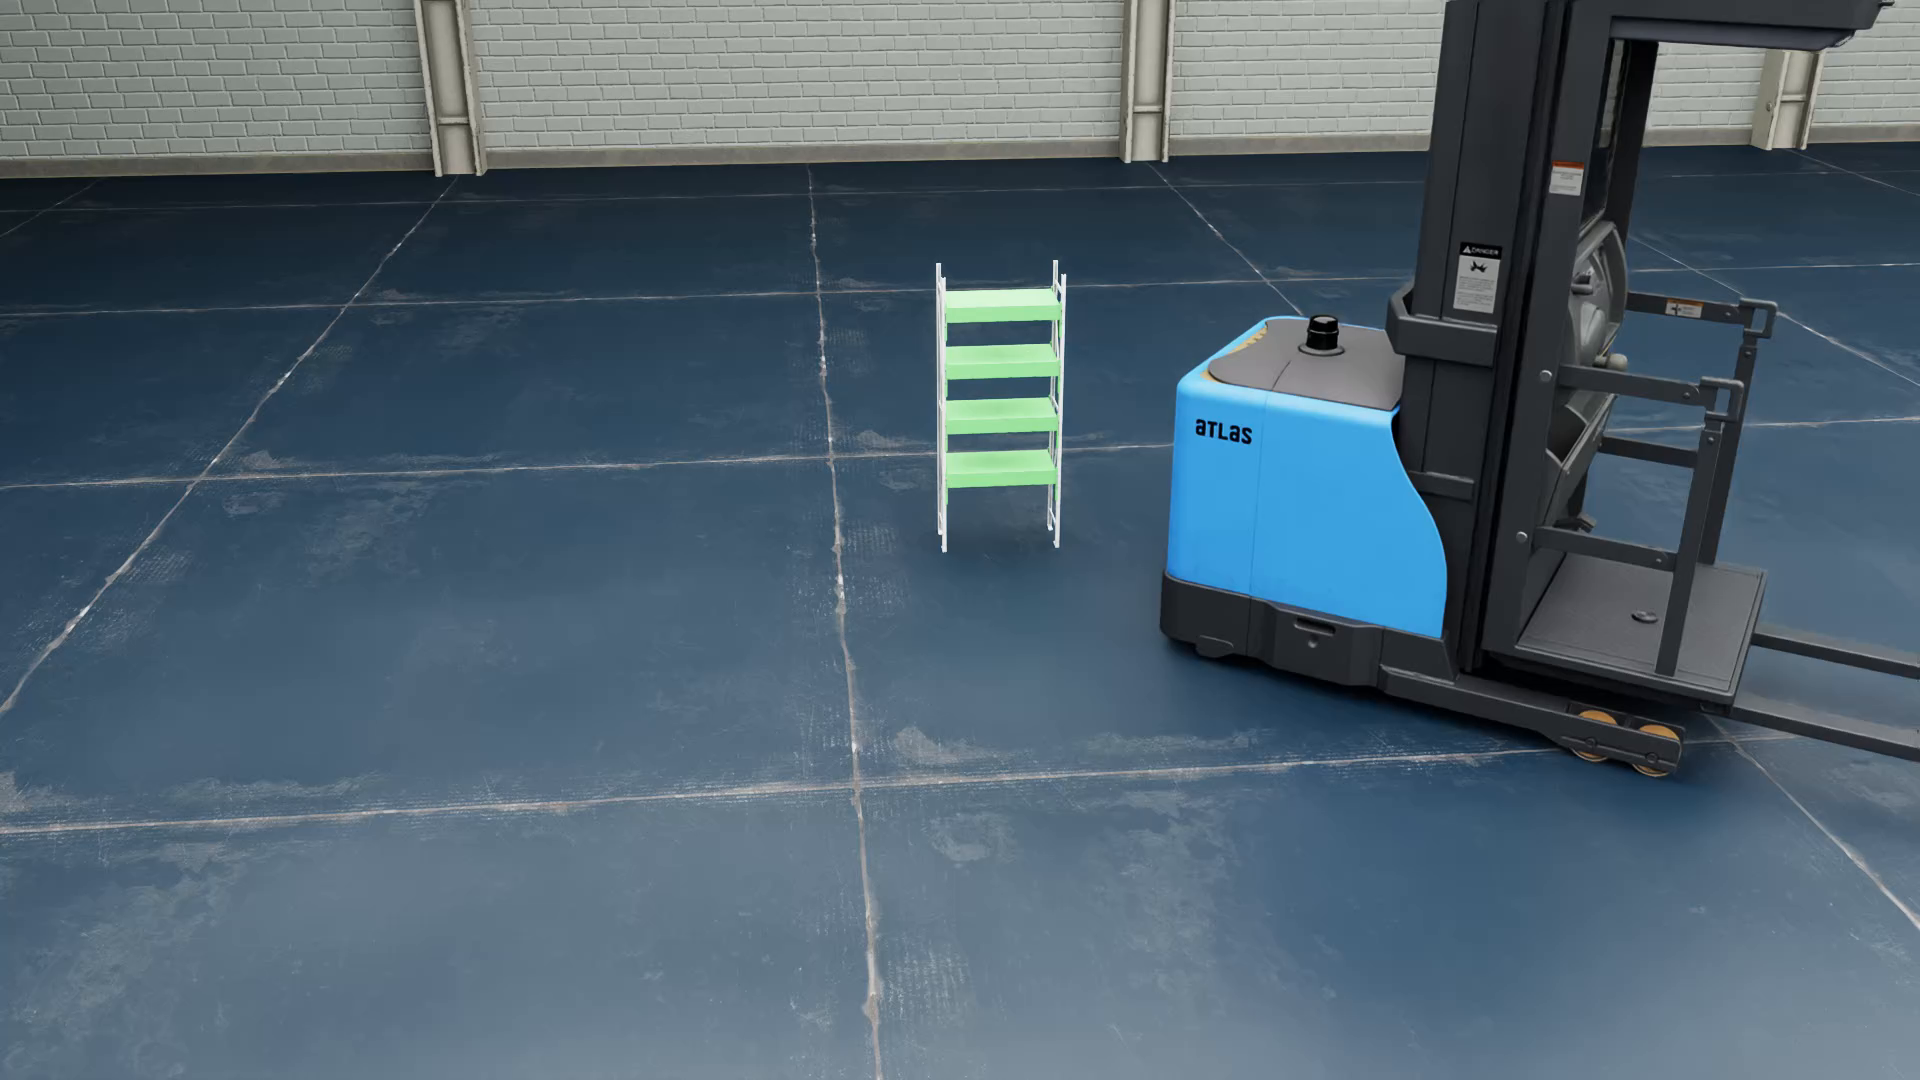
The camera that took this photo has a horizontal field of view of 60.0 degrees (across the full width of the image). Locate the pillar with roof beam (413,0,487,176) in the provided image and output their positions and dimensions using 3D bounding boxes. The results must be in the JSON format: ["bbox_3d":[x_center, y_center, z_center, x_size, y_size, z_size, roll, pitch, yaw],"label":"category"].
[{"bbox_3d":[-3.899,-5.562,8.685,0.400,9.000,9.100,-2,24,-5],"label":"pillar with roof beam"}]

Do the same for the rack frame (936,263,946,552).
[{"bbox_3d":[-0.078,-0.545,6.999,0.015,1.200,0.240,-2,24,-5],"label":"rack frame"}]

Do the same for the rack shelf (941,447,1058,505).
[{"bbox_3d":[0.165,-0.277,7.145,0.480,0.148,0.258,-2,24,-5],"label":"rack shelf"}]

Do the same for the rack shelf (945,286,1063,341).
[{"bbox_3d":[0.165,-0.935,6.852,0.480,0.148,0.258,-2,24,-5],"label":"rack shelf"}]

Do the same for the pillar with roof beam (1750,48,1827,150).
[{"bbox_3d":[8.043,-6.041,9.763,0.400,9.000,9.100,-2,24,-5],"label":"pillar with roof beam"}]

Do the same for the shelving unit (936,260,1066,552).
[{"bbox_3d":[0.165,-0.555,7.021,0.503,1.200,0.258,-2,24,-5],"label":"shelving unit"}]

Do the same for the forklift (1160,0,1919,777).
[{"bbox_3d":[2.297,-0.805,5.452,3.031,2.935,1.130,13,27,27],"label":"forklift"}]

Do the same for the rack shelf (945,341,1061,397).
[{"bbox_3d":[0.165,-0.716,6.950,0.480,0.148,0.258,-2,24,-5],"label":"rack shelf"}]

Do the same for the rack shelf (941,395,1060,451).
[{"bbox_3d":[0.165,-0.496,7.047,0.480,0.148,0.258,-2,24,-5],"label":"rack shelf"}]

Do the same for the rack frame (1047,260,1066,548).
[{"bbox_3d":[0.408,-0.565,7.043,0.015,1.200,0.240,-2,24,-5],"label":"rack frame"}]

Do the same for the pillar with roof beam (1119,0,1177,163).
[{"bbox_3d":[2.072,-5.802,9.224,0.400,9.000,9.100,-2,24,-5],"label":"pillar with roof beam"}]
